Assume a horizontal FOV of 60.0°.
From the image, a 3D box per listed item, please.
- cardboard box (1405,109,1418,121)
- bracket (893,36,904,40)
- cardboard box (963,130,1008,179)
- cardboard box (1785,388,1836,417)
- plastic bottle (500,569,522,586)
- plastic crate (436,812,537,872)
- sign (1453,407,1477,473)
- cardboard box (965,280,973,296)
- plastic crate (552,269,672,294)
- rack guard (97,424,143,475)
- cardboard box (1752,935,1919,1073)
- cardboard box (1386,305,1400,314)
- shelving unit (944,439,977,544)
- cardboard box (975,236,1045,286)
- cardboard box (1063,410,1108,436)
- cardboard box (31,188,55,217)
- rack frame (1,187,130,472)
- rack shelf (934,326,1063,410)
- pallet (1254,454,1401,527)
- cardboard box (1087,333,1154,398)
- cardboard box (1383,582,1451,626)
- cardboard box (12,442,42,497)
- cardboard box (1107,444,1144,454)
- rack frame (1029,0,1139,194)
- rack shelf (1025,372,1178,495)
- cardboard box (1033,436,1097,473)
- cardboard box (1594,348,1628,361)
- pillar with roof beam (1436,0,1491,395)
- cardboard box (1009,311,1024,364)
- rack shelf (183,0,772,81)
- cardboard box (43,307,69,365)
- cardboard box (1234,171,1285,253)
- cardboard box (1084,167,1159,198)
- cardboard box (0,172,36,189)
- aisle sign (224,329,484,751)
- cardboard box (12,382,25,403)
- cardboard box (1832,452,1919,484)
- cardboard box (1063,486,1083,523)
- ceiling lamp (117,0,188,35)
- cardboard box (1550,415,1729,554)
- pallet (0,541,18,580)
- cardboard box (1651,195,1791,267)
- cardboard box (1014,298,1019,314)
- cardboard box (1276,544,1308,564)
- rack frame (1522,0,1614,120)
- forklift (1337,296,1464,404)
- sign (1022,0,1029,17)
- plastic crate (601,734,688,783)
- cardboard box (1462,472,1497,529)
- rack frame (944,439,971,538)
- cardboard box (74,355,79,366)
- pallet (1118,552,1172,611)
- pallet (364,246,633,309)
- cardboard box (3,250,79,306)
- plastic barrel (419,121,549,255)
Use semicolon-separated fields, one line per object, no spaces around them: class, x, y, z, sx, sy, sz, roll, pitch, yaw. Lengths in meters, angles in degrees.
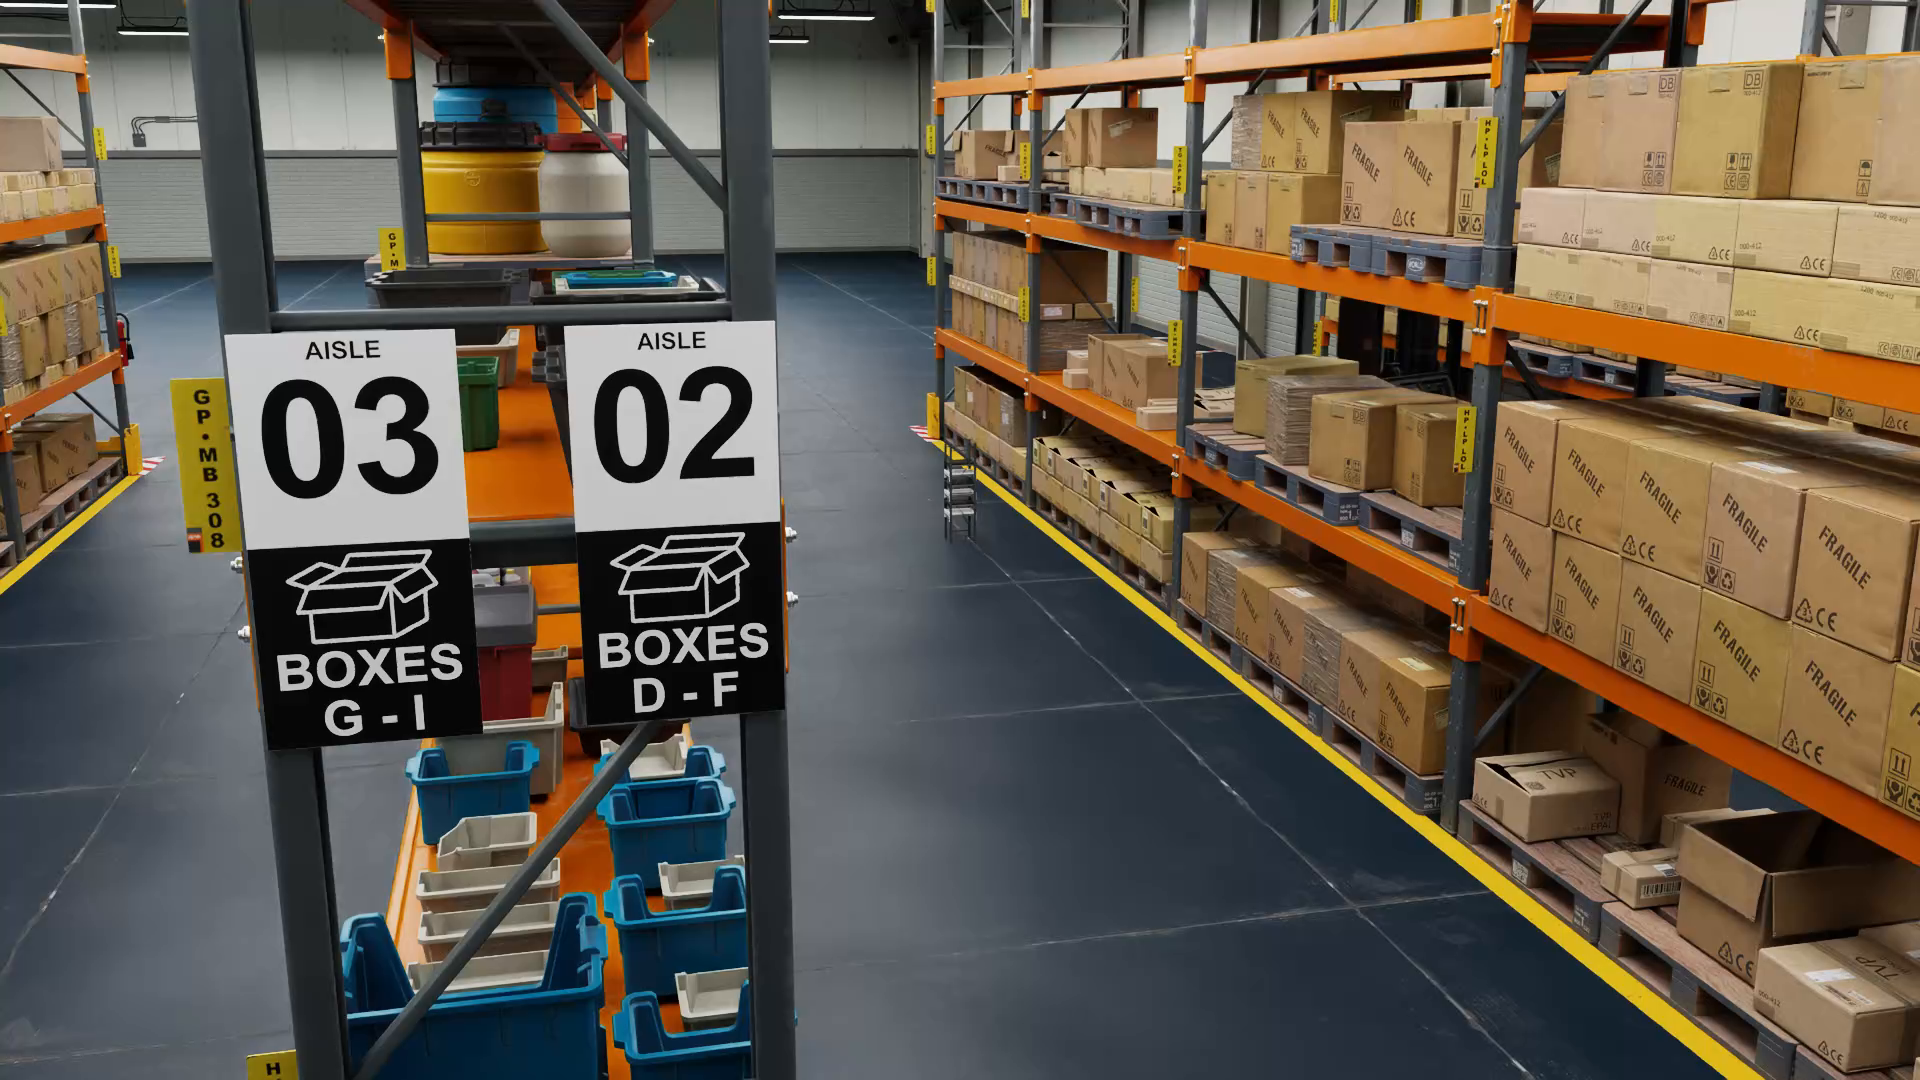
cardboard box;5.074;-4.670;19.041;0.500;0.500;0.500;-3;14;-12
bracket;-1.881;-14.964;49.631;0.076;0.066;3.189;-3;14;-13
cardboard box;0.330;-4.110;17.717;0.500;0.500;0.500;-3;14;-13
cardboard box;6.764;-1.238;12.795;0.500;0.500;0.500;-3;14;-12
plastic bottle;-2.168;0.241;8.037;0.097;0.201;0.097;0;14;0
plastic crate;-1.451;0.959;5.110;0.298;0.136;0.250;-3;14;-13
sign;2.485;-0.493;8.183;0.100;0.325;0.005;-3;14;-13
cardboard box;0.267;-2.815;18.550;0.380;0.149;0.250;-4;14;-14
plastic crate;-1.399;-0.960;6.662;0.450;0.188;0.662;-3;14;-13
rack guard;-9.407;-0.947;17.750;1.175;0.500;0.348;-3;14;-13
cardboard box;3.402;1.750;6.309;0.500;0.250;0.500;-3;14;-13
cardboard box;5.194;-2.829;18.880;0.500;0.500;0.500;-3;14;-11
shelving unit;0.002;-0.435;14.813;0.258;0.900;0.210;-3;14;-13
cardboard box;0.563;-3.051;18.151;0.700;0.500;0.500;-3;14;-13
cardboard box;1.340;-1.164;16.702;0.500;0.500;0.500;-3;14;-13
cardboard box;-8.709;-3.117;15.359;0.500;0.250;0.500;-4;14;-14
rack frame;-9.425;-2.179;17.525;1.000;3.000;0.127;-3;14;-13
rack shelf;0.675;-1.919;17.979;1.077;0.370;4.000;-3;14;-13
pallet;2.546;-0.343;10.415;1.003;0.211;1.213;-3;14;-13
cardboard box;1.433;-1.556;14.767;0.500;0.500;0.500;-2;14;-9
cardboard box;2.912;0.319;10.063;0.500;0.250;0.500;-3;14;-13
cardboard box;-8.904;-0.611;15.489;0.500;0.500;0.500;-5;14;-18
cardboard box;1.647;-0.751;15.408;0.500;0.311;0.500;-3;14;-12
rack frame;1.145;-4.722;15.293;1.000;3.000;0.127;-3;14;-13
rack shelf;1.615;-0.997;14.202;1.077;0.370;4.000;-3;14;-13
cardboard box;1.000;-0.839;15.768;0.500;0.311;0.500;-3;14;-13
cardboard box;6.355;-1.948;15.442;0.700;0.500;0.500;-1;14;-5
pillar with roof beam;1.840;-5.568;18.758;9.100;9.000;0.400;-3;14;-13
cardboard box;0.904;-2.079;16.907;0.700;0.500;0.500;-3;14;-14
rack shelf;-1.322;-1.596;4.857;1.077;0.370;4.000;-3;14;-13
cardboard box;-8.907;-1.901;15.551;0.875;0.500;0.500;-3;14;-13
cardboard box;2.339;-2.174;10.974;0.910;0.500;0.500;-3;14;-13
cardboard box;1.412;-3.126;14.515;0.500;0.250;0.500;-5;15;-19
cardboard box;-8.698;-3.282;15.198;0.380;0.149;0.250;-3;14;-12
aisle sign;-1.120;0.006;3.104;0.394;0.787;0.004;-3;14;-13
cardboard box;-8.289;-1.259;14.289;0.380;0.149;0.250;-3;14;-13
cardboard box;3.752;-0.043;6.467;0.500;0.500;0.500;-3;14;-14
cardboard box;1.242;-0.332;14.872;0.500;0.250;0.500;-4;14;-15
ceiling lamp;-18.932;-13.594;39.309;2.000;3.185;0.800;-3;14;-13
cardboard box;2.983;-0.253;7.324;0.500;0.500;0.500;-4;14;-15
pallet;-8.301;0.278;13.344;1.003;0.211;1.213;-3;14;-13
cardboard box;3.122;-1.232;6.591;0.500;0.250;0.500;-3;14;-13
cardboard box;0.753;-2.339;16.604;0.380;0.149;0.250;-4;14;-15
cardboard box;2.532;0.319;11.643;0.500;0.500;0.500;-3;14;-11
rack frame;5.959;-4.999;16.426;1.000;3.000;0.127;-3;14;-13
forklift;3.838;-1.143;13.429;1.130;2.935;3.031;-9;17;-34
sign;0.736;-6.164;19.060;0.100;0.325;0.005;-3;14;-13
plastic crate;-1.091;0.797;5.773;0.293;0.136;0.466;-3;14;-13
cardboard box;3.130;-0.336;8.887;0.700;0.500;0.500;-9;16;-32
rack frame;-0.022;-0.459;14.909;0.240;0.900;0.006;-3;14;-13
cardboard box;-8.928;-1.772;16.387;0.380;0.149;0.250;-3;14;-13
pallet;1.929;0.278;13.345;1.003;0.211;1.213;-3;14;-13
pallet;-2.071;-1.227;7.708;1.213;0.211;1.003;-3;14;-13
cardboard box;-8.817;-2.514;15.953;0.500;0.500;0.500;-3;14;-13
plastic barrel;-2.204;-1.638;7.712;0.600;0.588;0.600;0;14;0
